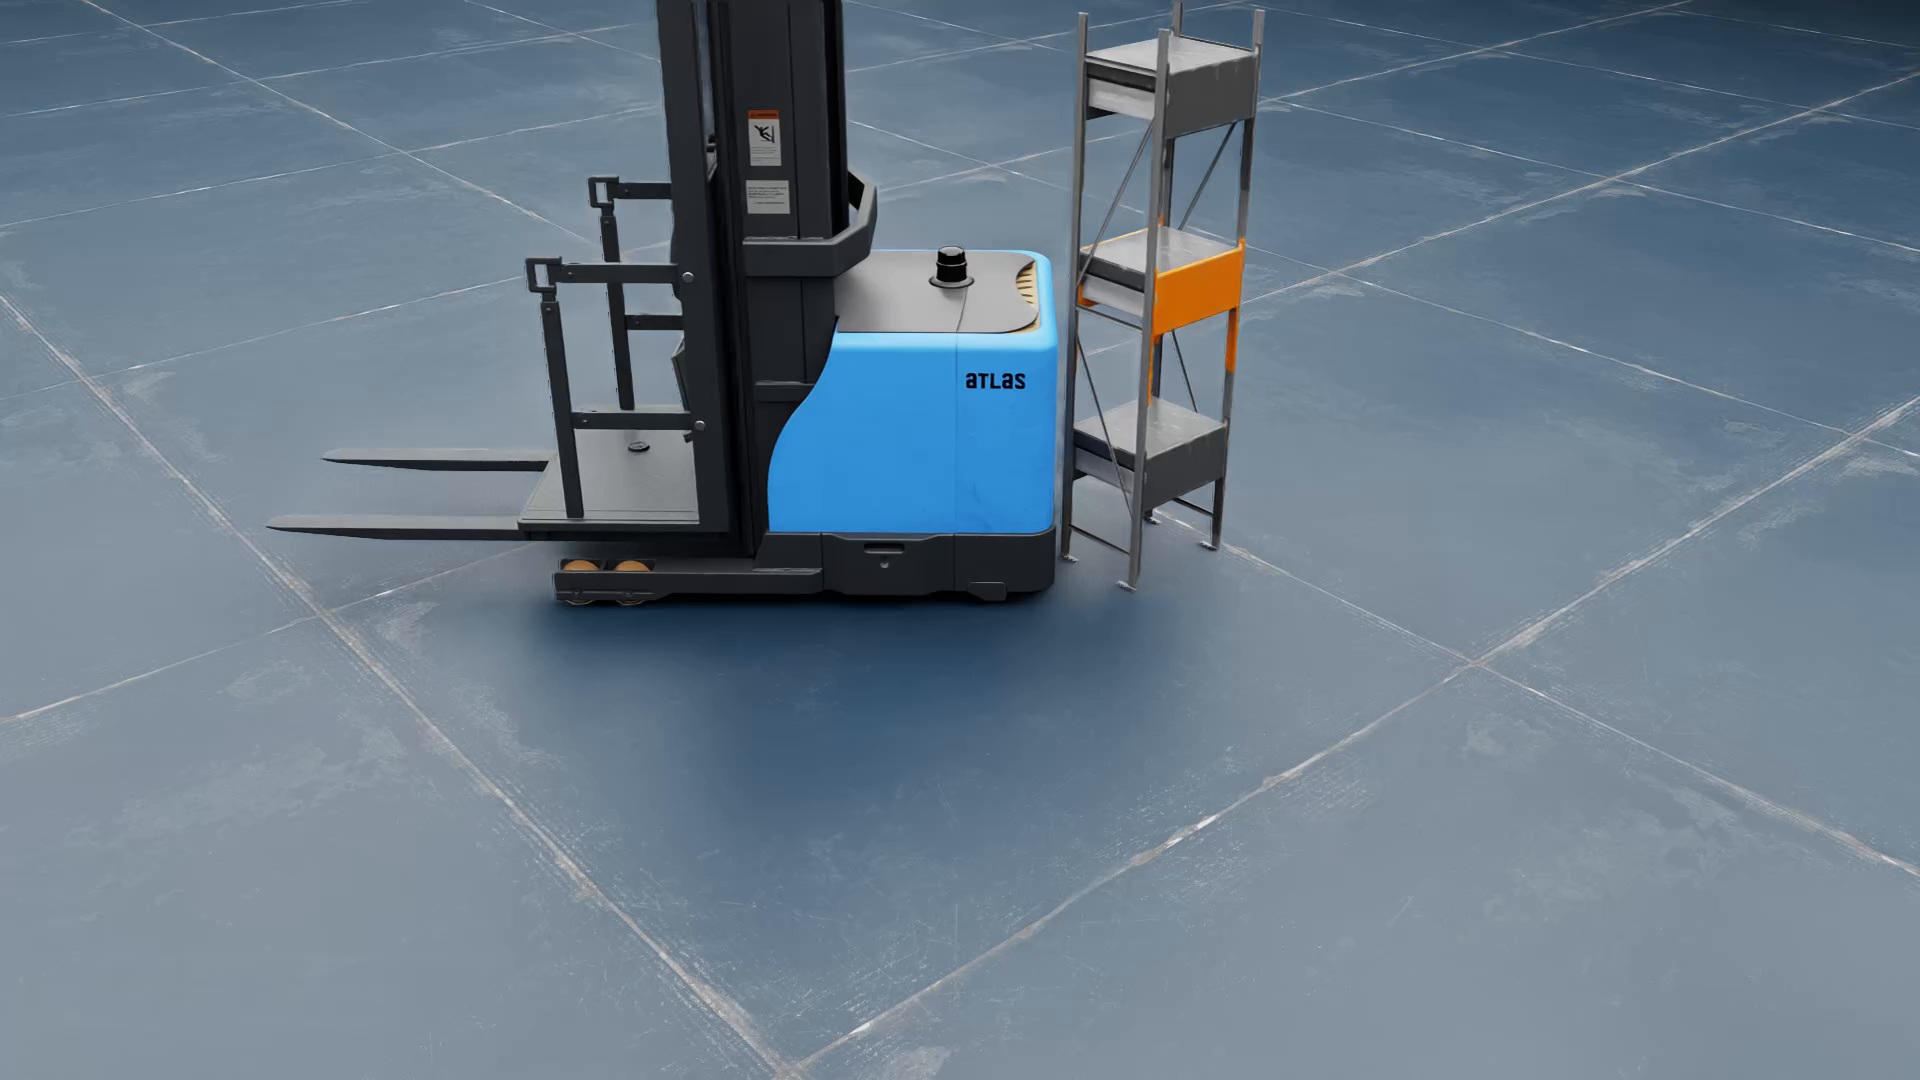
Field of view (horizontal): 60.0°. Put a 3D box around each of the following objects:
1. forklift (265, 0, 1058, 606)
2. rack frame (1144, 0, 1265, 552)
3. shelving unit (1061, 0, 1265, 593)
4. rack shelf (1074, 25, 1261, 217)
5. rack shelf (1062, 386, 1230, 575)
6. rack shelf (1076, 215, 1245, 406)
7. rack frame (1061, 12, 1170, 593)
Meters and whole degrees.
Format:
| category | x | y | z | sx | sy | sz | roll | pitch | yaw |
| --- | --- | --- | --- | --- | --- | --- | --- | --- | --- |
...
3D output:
| category | x | y | z | sx | sy | sz | roll | pitch | yaw |
| --- | --- | --- | --- | --- | --- | --- | --- | --- | --- |
| forklift | -1.147 | -1.293 | 6.060 | 3.031 | 2.935 | 1.130 | 0 | 28 | 1 |
| rack frame | 0.903 | -0.950 | 6.299 | 0.015 | 2.100 | 0.400 | -23 | 36 | -36 |
| shelving unit | 0.722 | -0.873 | 6.155 | 0.503 | 2.100 | 0.431 | -23 | 36 | -36 |
| rack shelf | 0.722 | -1.478 | 5.832 | 0.480 | 0.518 | 0.431 | -23 | 36 | -36 |
| rack shelf | 0.722 | -0.243 | 6.492 | 0.480 | 0.518 | 0.431 | -23 | 36 | -36 |
| rack shelf | 0.722 | -0.861 | 6.162 | 0.480 | 0.518 | 0.431 | -23 | 36 | -36 |
| rack frame | 0.541 | -0.796 | 6.011 | 0.015 | 2.100 | 0.400 | -23 | 36 | -36 |
